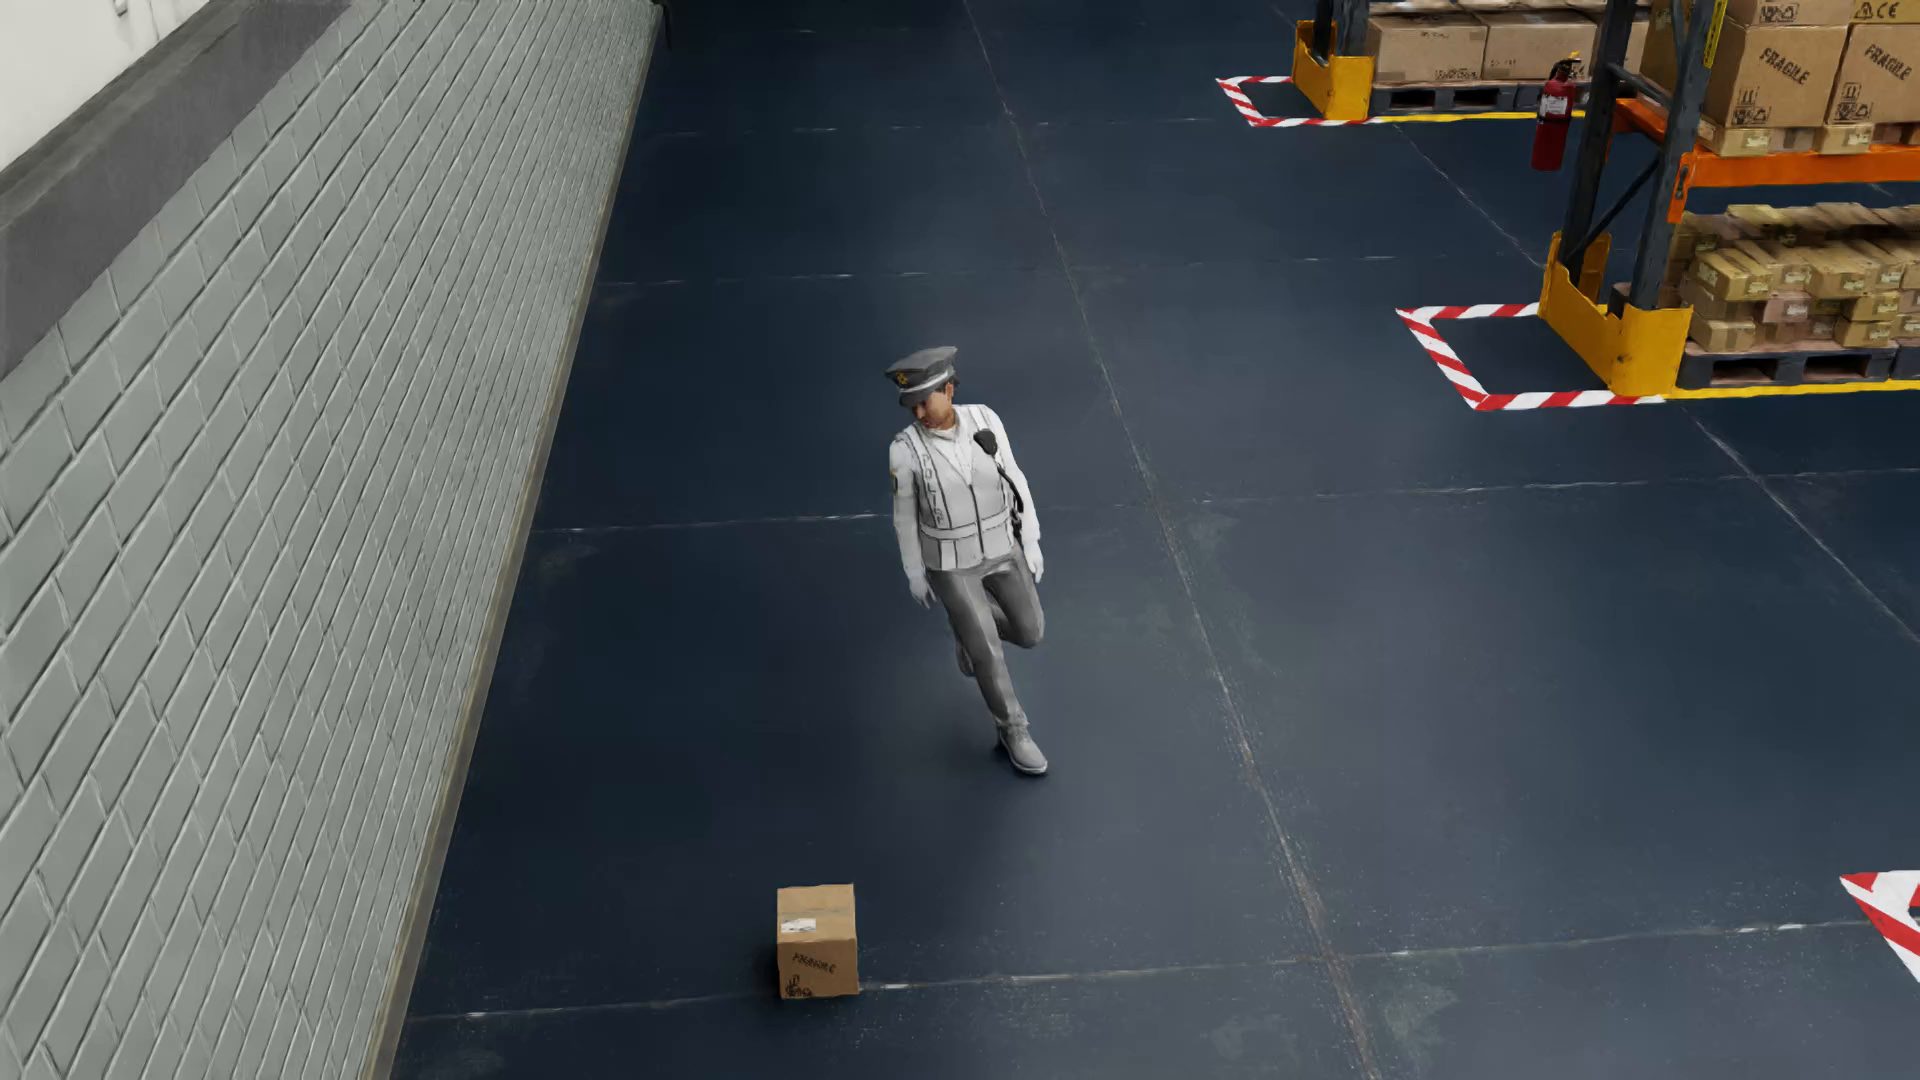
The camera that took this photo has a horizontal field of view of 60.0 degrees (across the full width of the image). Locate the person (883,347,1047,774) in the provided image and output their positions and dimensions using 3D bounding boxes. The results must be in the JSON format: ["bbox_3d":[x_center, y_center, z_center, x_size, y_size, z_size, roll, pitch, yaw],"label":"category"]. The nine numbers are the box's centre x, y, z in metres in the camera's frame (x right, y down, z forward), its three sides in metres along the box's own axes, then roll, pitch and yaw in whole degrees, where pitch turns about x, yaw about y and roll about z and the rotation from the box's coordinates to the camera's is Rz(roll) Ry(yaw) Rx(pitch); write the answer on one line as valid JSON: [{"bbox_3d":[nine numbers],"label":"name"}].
[{"bbox_3d":[0.035,0.058,6.066,0.535,1.625,0.701,-14,34,-21],"label":"person"}]
